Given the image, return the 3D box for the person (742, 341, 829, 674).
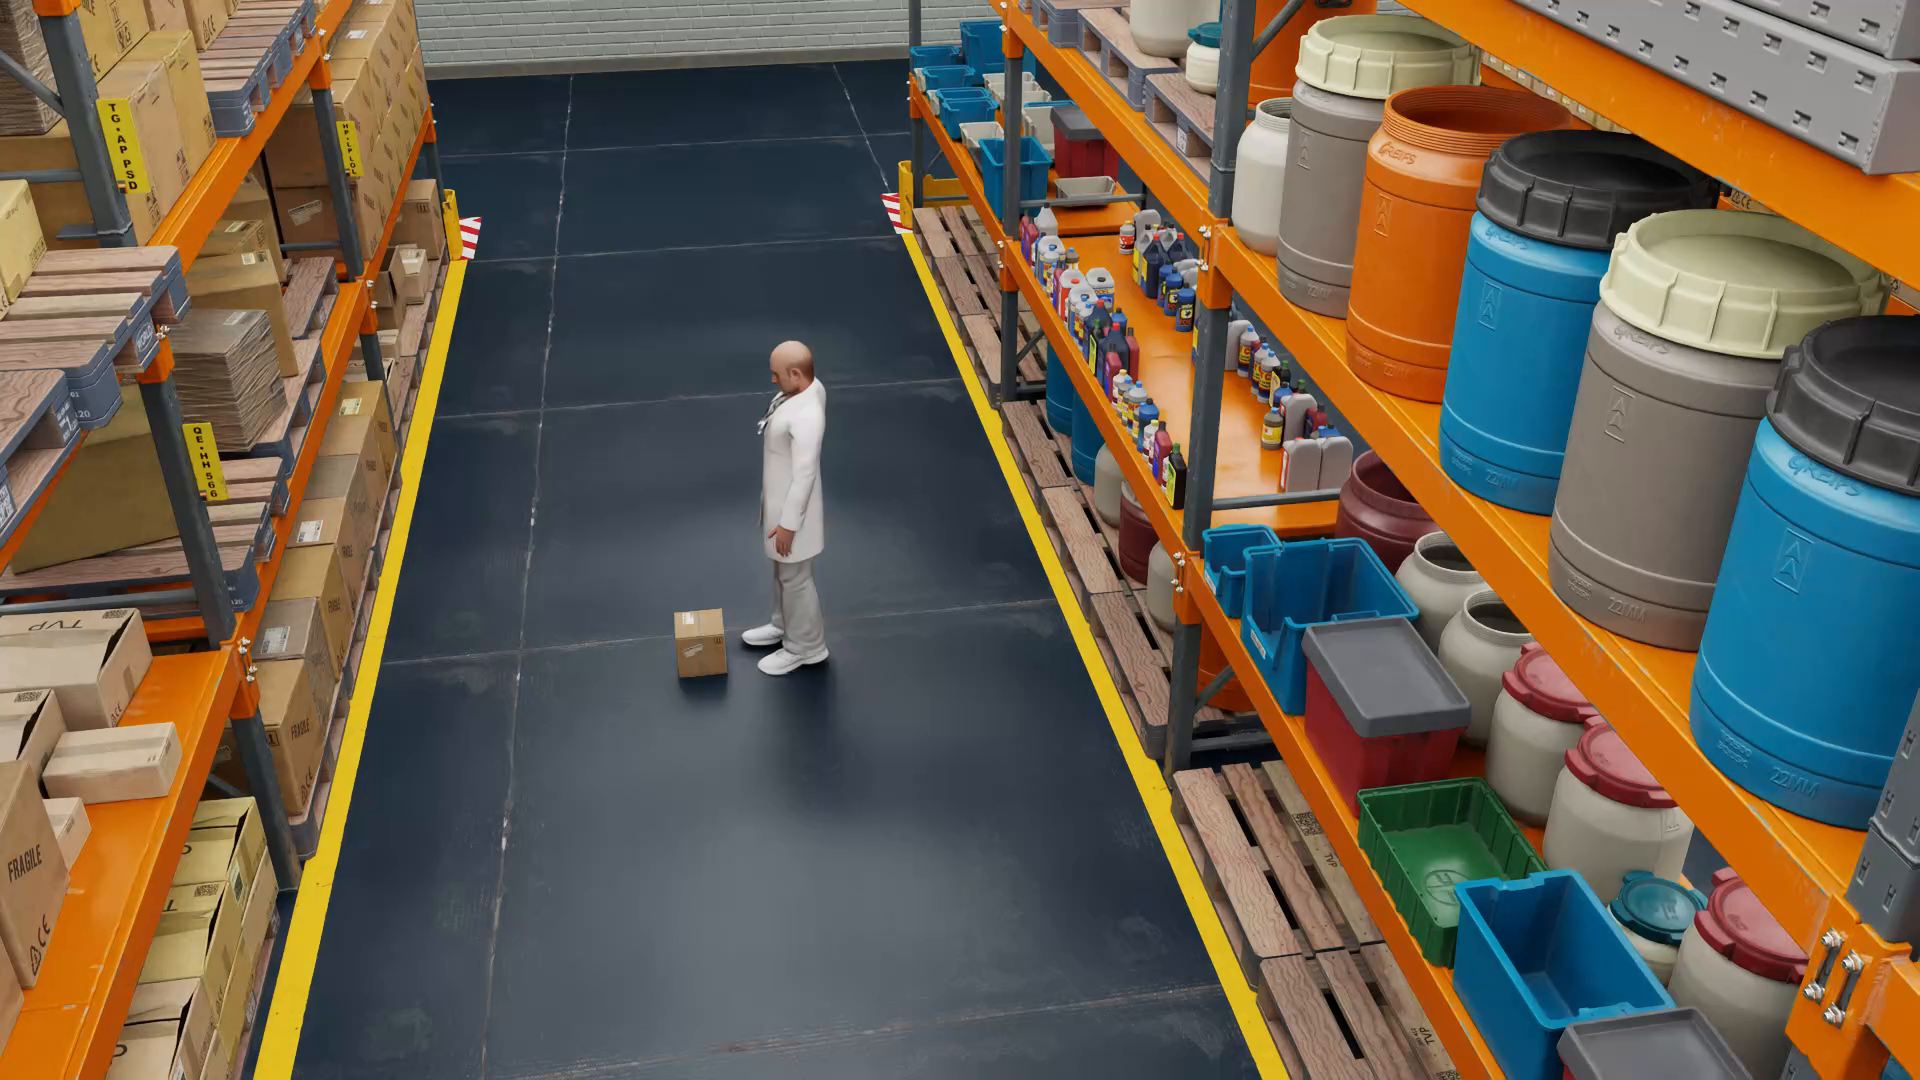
[{"bbox_3d":[-0.911,-0.169,8.432,0.509,1.797,0.636,-2,30,-4],"label":"person"}]
